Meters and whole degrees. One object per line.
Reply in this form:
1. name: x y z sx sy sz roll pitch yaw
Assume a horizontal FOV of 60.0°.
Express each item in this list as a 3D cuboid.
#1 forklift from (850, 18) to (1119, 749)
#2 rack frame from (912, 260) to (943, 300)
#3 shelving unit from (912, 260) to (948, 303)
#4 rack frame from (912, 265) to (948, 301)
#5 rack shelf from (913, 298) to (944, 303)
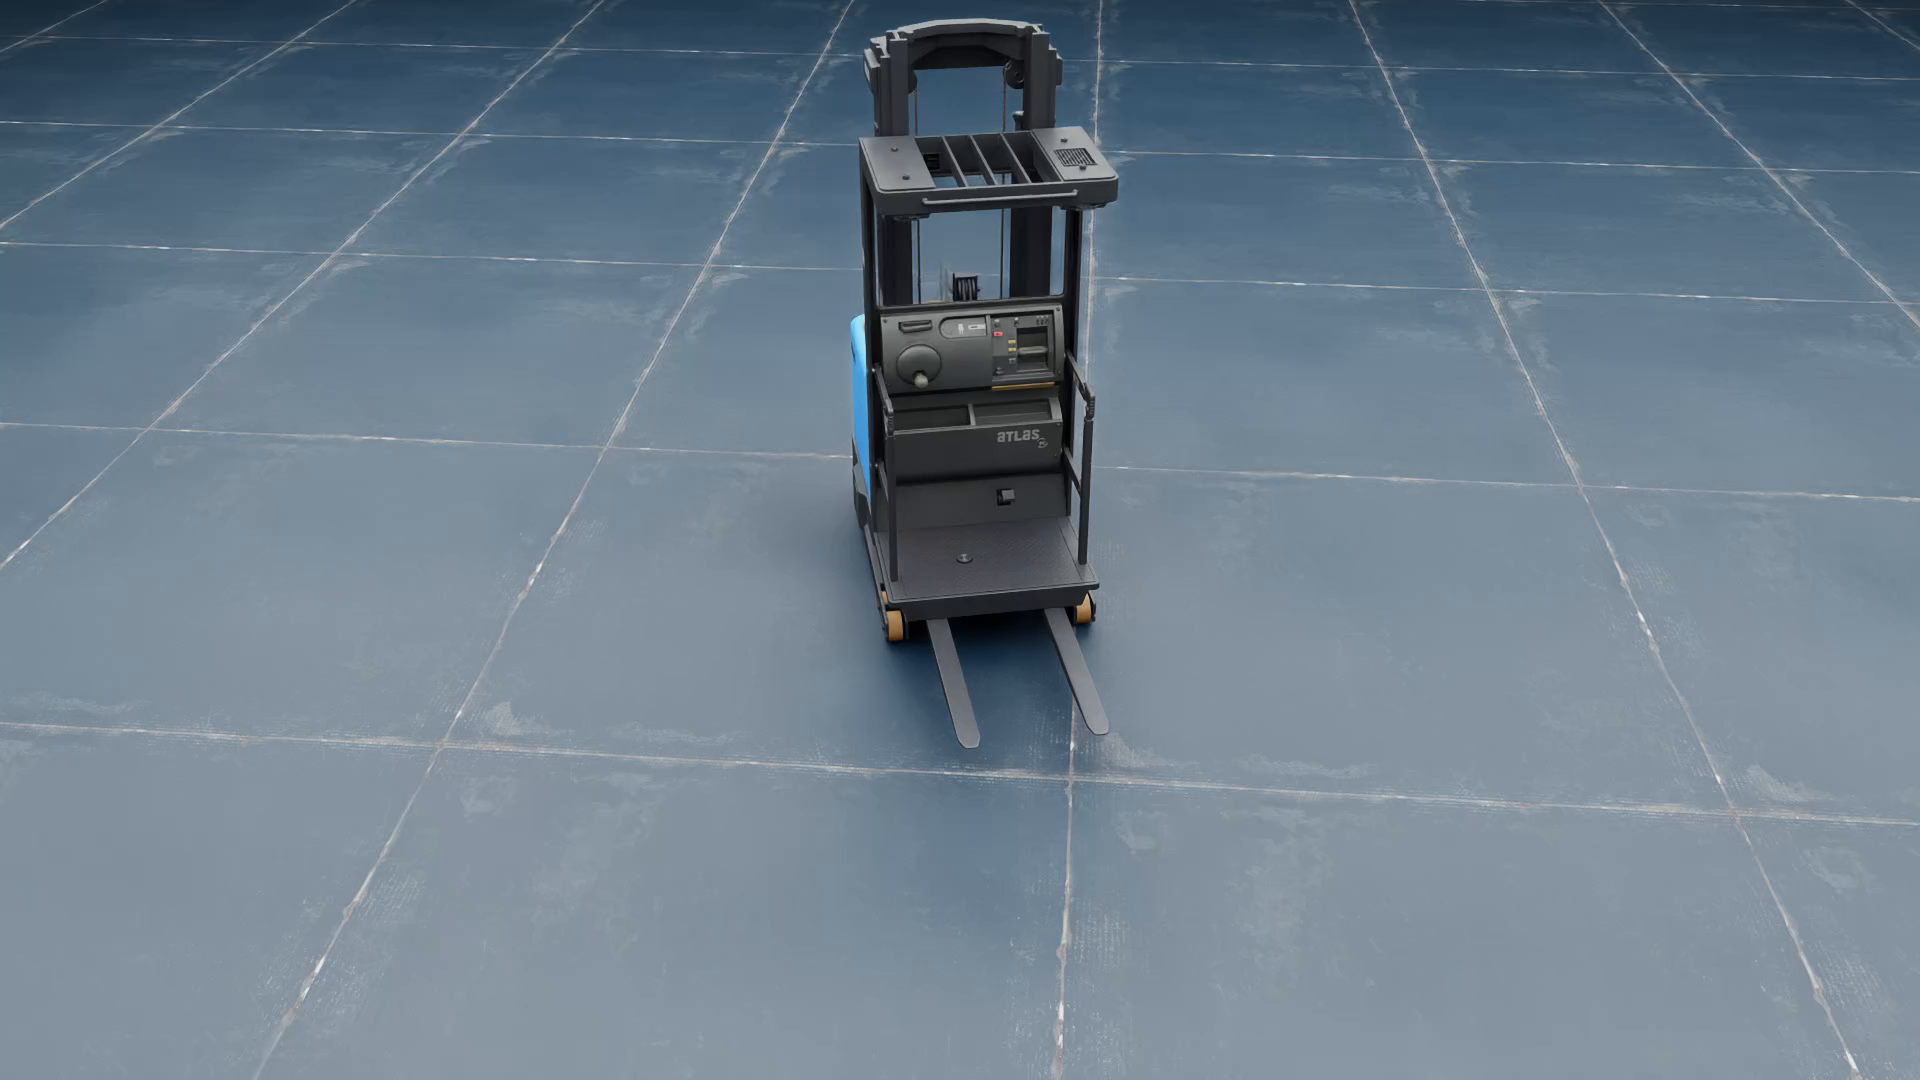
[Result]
1. forklift: 0.104 -0.921 8.232 1.130 2.935 3.031 -5 32 -8
2. rack frame: -0.210 -1.118 10.221 0.240 1.200 0.006 -5 21 -9
3. shelving unit: -0.193 -1.087 10.137 0.258 1.200 0.189 -5 21 -9
4. rack frame: -0.177 -1.056 10.052 0.240 1.200 0.006 -5 21 -9
5. rack shelf: -0.204 -1.383 10.026 0.258 0.103 0.180 -5 21 -9
